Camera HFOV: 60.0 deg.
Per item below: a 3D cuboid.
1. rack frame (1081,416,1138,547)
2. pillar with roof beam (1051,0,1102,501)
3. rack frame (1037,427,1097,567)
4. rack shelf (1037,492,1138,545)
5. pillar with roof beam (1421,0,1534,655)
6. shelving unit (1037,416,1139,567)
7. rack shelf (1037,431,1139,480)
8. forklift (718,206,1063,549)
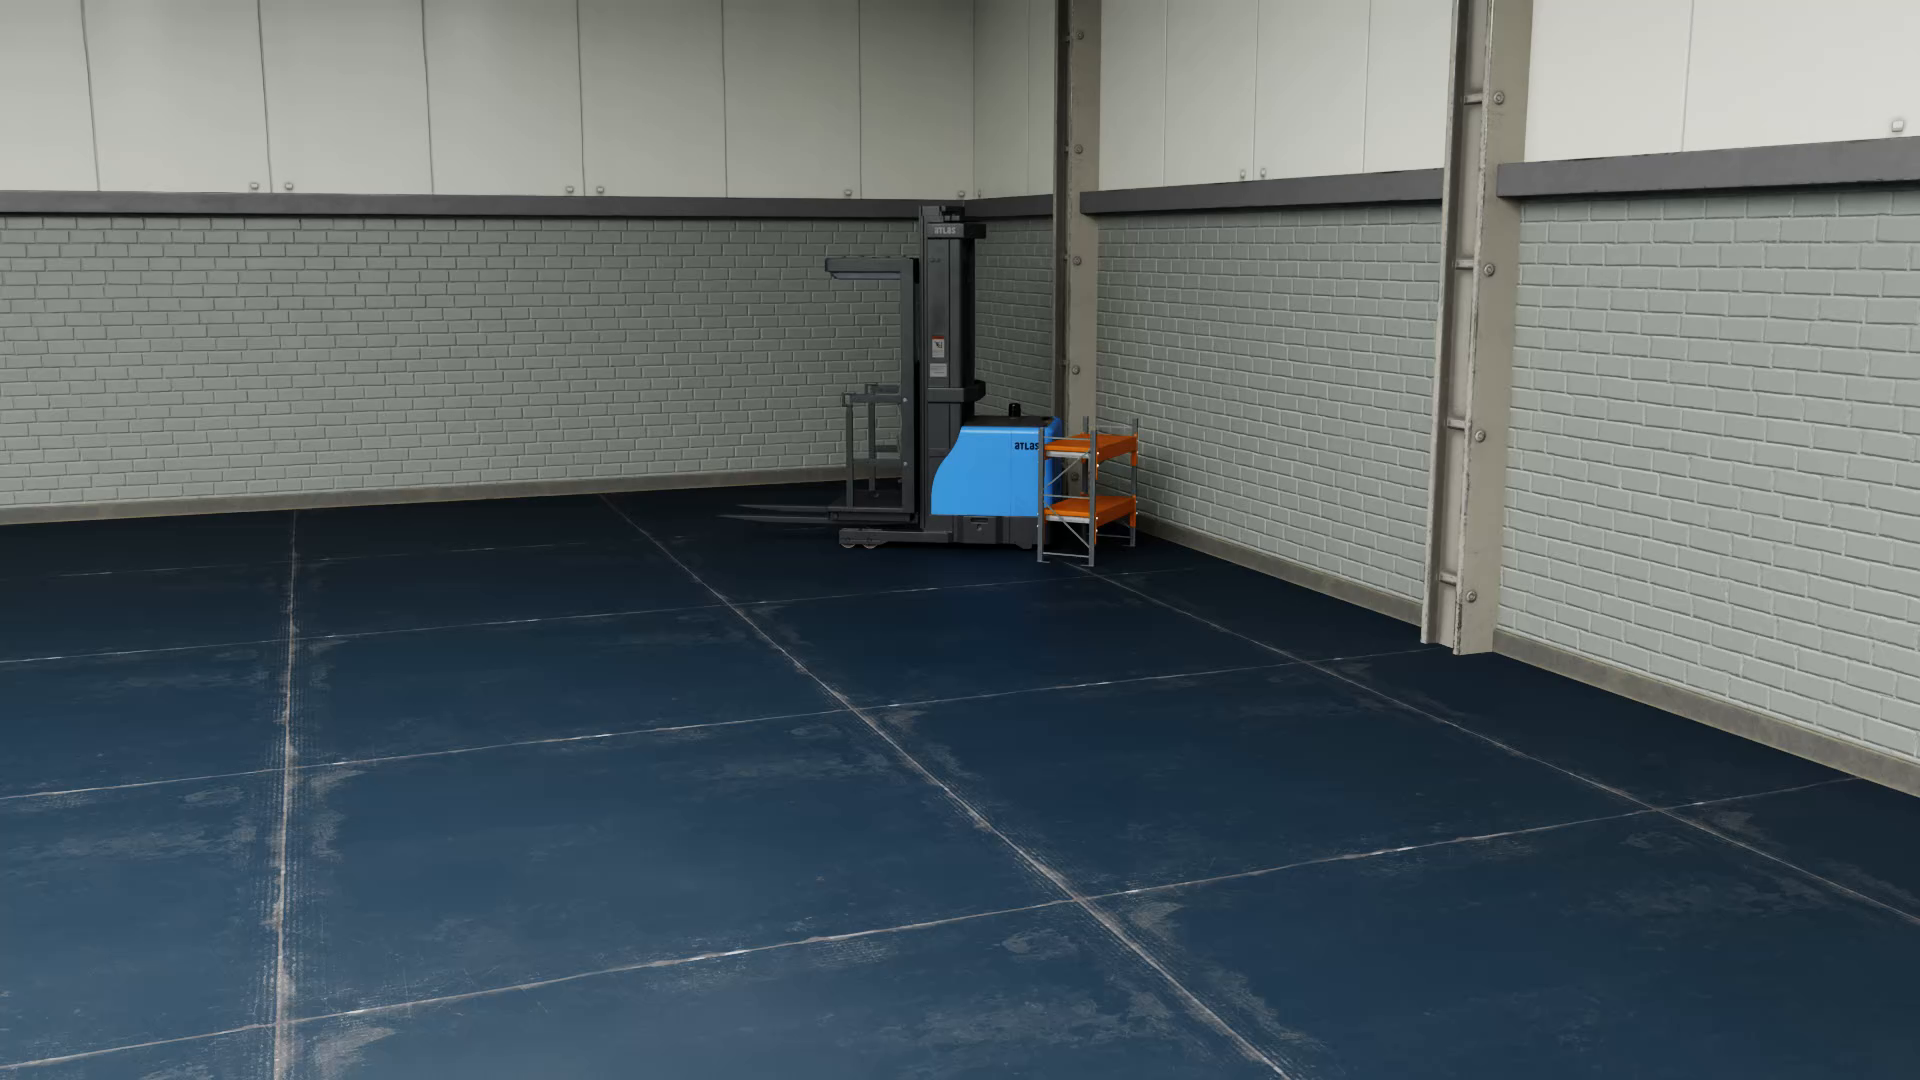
[{"bbox_3d":[1.312,-0.516,14.608,0.500,1.125,0.032,5,11,25],"label":"rack frame"},{"bbox_3d":[-2.900,-4.435,14.159,9.100,9.000,0.400,-4,11,-21],"label":"pillar with roof beam"},{"bbox_3d":[0.879,-0.355,13.703,0.500,1.125,0.032,5,11,25],"label":"rack frame"},{"bbox_3d":[1.096,-0.195,14.198,0.538,0.278,1.000,5,11,25],"label":"rack shelf"},{"bbox_3d":[-0.726,-3.456,8.653,9.100,9.000,0.400,-4,11,-21],"label":"pillar with roof beam"},{"bbox_3d":[1.096,-0.435,14.156,0.538,1.125,1.048,5,11,25],"label":"shelving unit"},{"bbox_3d":[1.096,-0.724,14.104,0.538,0.278,1.000,5,11,25],"label":"rack shelf"},{"bbox_3d":[-0.624,-1.459,14.752,3.031,2.935,1.130,1,10,8],"label":"forklift"}]
